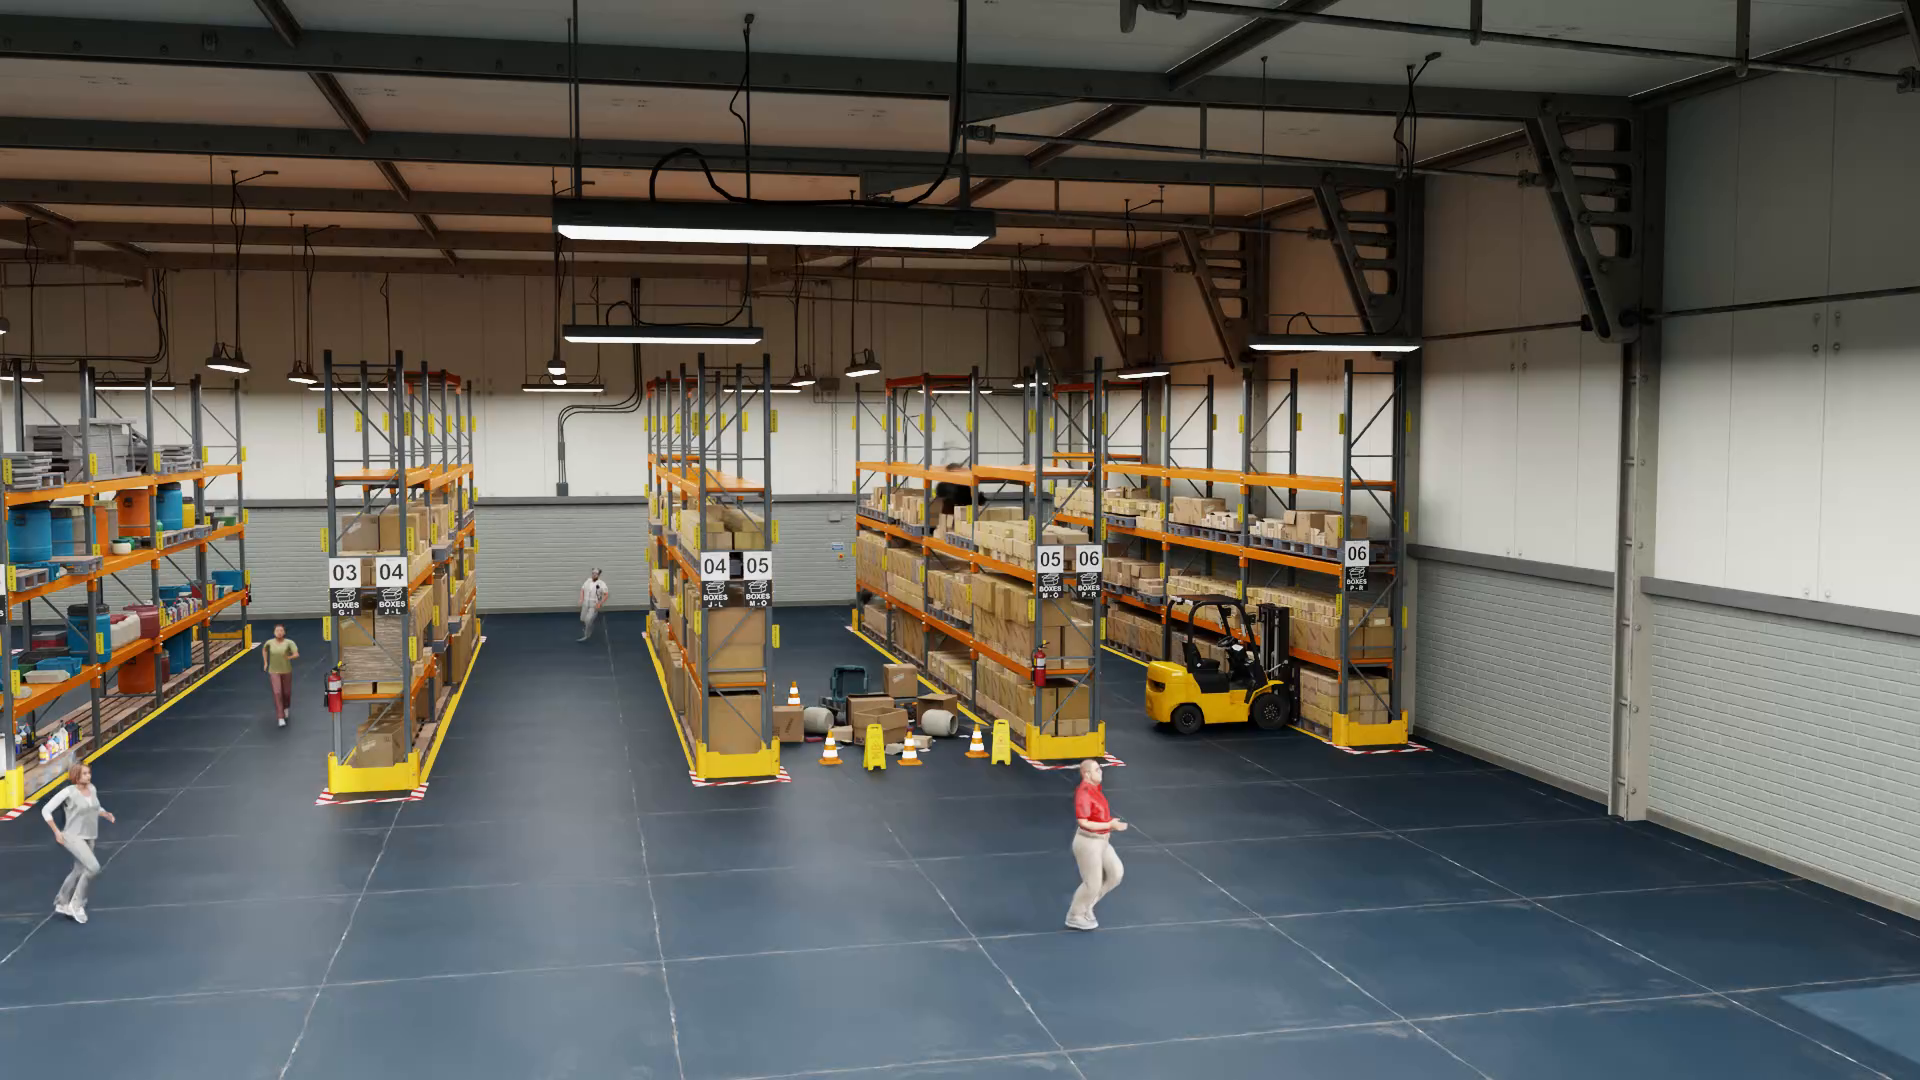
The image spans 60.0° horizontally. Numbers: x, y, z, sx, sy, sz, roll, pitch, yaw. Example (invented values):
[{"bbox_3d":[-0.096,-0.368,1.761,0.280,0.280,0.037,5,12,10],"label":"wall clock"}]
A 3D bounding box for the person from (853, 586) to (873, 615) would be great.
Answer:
[{"bbox_3d":[-2.438,1.296,41.825,0.558,1.620,0.629,2,4,23],"label":"person"}]

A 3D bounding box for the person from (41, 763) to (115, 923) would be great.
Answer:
[{"bbox_3d":[-8.870,3.046,16.790,0.676,1.608,0.529,1,4,10],"label":"person"}]

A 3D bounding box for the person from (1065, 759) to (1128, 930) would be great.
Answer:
[{"bbox_3d":[1.367,3.013,16.418,0.645,1.705,0.640,1,4,18],"label":"person"}]

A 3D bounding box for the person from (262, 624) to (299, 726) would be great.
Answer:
[{"bbox_3d":[-11.325,2.213,27.745,0.575,1.653,0.941,-2,4,-21],"label":"person"}]

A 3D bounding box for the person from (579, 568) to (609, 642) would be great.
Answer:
[{"bbox_3d":[-8.456,1.482,38.395,0.704,1.703,0.561,1,4,10],"label":"person"}]
